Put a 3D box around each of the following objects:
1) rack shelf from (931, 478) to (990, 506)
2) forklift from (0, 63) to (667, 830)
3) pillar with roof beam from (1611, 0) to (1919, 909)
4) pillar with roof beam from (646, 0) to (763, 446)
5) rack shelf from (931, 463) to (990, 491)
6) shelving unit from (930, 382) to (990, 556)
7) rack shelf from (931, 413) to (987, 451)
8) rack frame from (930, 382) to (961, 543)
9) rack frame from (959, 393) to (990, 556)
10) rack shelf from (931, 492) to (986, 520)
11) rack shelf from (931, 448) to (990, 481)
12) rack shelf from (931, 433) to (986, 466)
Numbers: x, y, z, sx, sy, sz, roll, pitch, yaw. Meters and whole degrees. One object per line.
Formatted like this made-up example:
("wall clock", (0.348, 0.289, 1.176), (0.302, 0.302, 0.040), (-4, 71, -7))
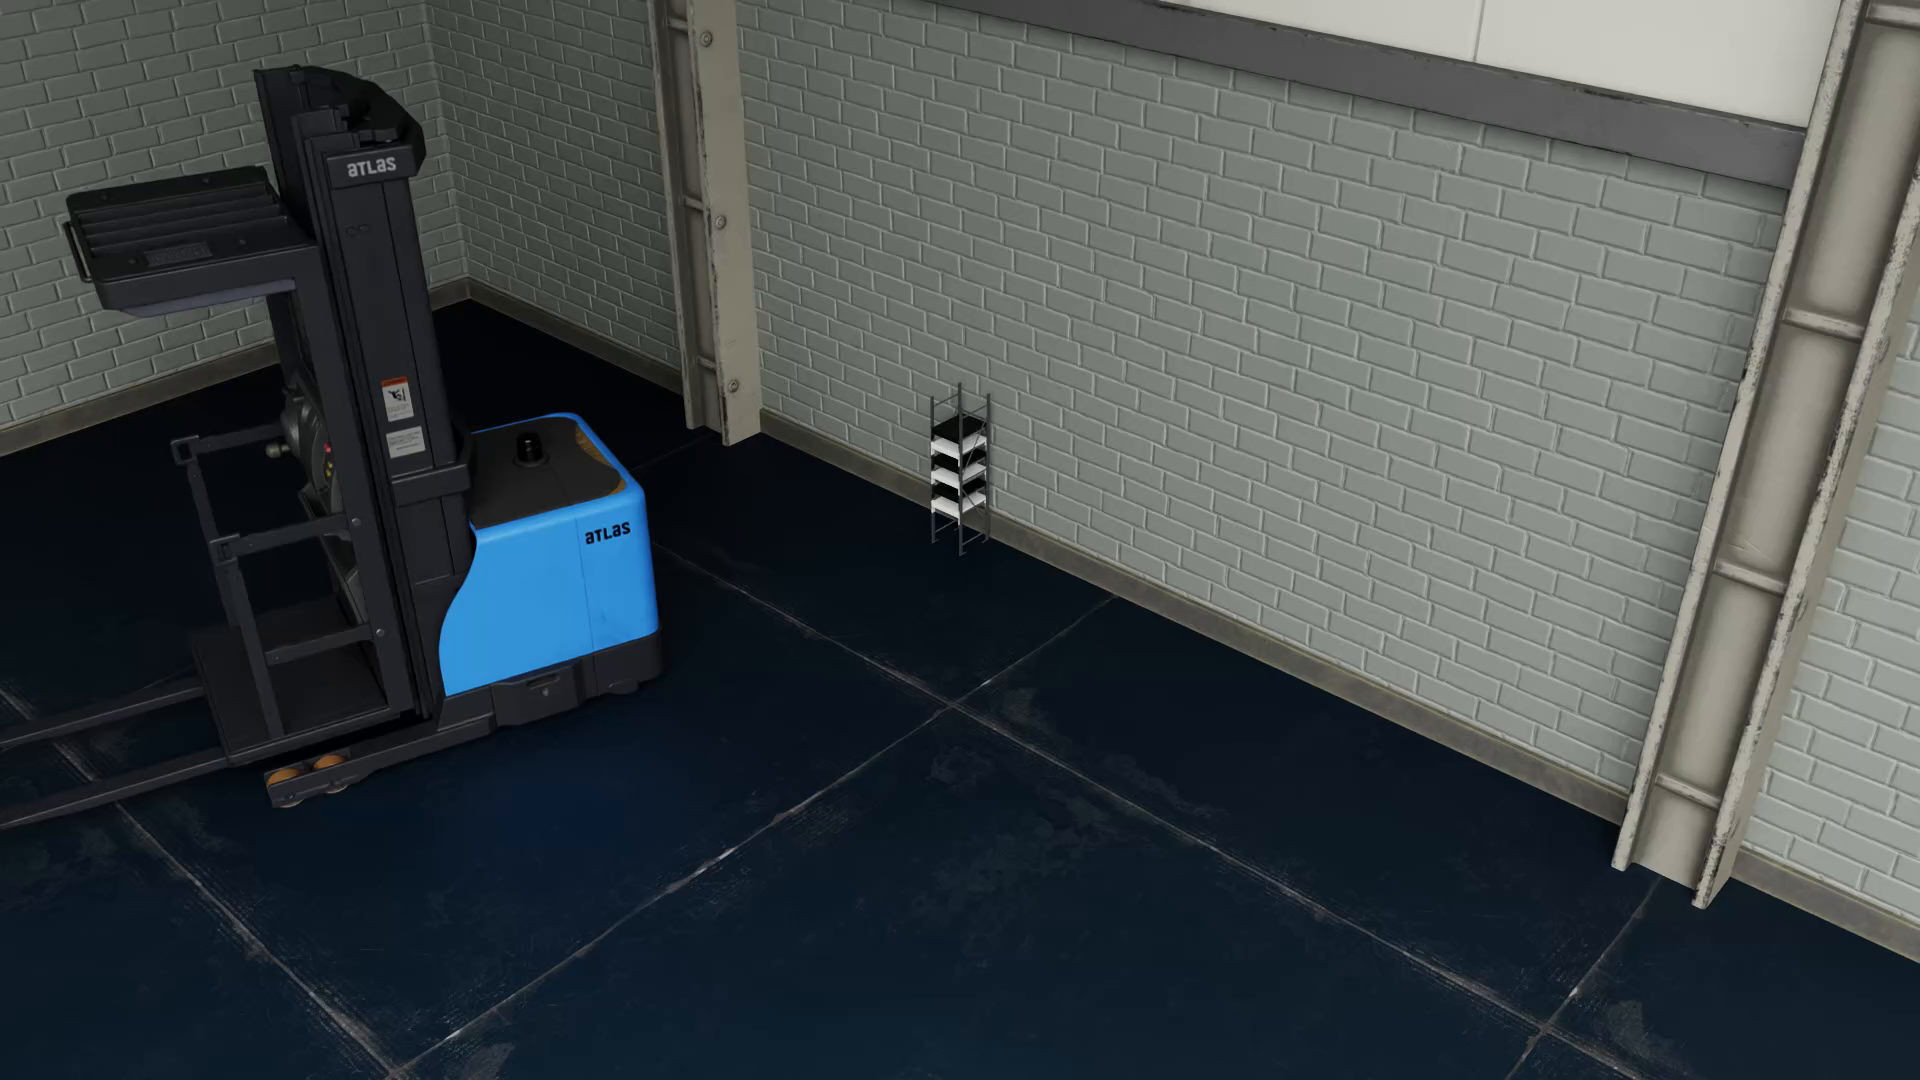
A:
("rack shelf", (0.002, -0.273, 9.070), (0.200, 0.077, 0.258), (25, 39, 35))
("forklift", (-2.959, -0.394, 7.063), (3.031, 2.935, 1.130), (-17, 35, -26))
("pillar with roof beam", (0.090, -0.833, 1.909), (0.400, 9.000, 9.100), (25, 39, 35))
("pillar with roof beam", (-4.358, -2.910, 5.358), (0.400, 9.000, 9.100), (25, 39, 35))
("rack shelf", (0.002, -0.350, 9.024), (0.200, 0.077, 0.258), (25, 39, 35))
("shelving unit", (0.002, -0.379, 9.007), (0.210, 0.900, 0.258), (25, 39, 35))
("rack shelf", (0.002, -0.582, 8.885), (0.200, 0.077, 0.258), (25, 39, 35))
("rack frame", (-0.074, -0.414, 9.065), (0.006, 0.900, 0.240), (25, 39, 35))
("rack frame", (0.078, -0.344, 8.949), (0.006, 0.900, 0.240), (25, 39, 35))
("rack shelf", (0.002, -0.196, 9.117), (0.200, 0.077, 0.258), (25, 39, 35))
("rack shelf", (0.002, -0.427, 8.978), (0.200, 0.077, 0.258), (25, 39, 35))
("rack shelf", (0.002, -0.505, 8.931), (0.200, 0.077, 0.258), (25, 39, 35))
